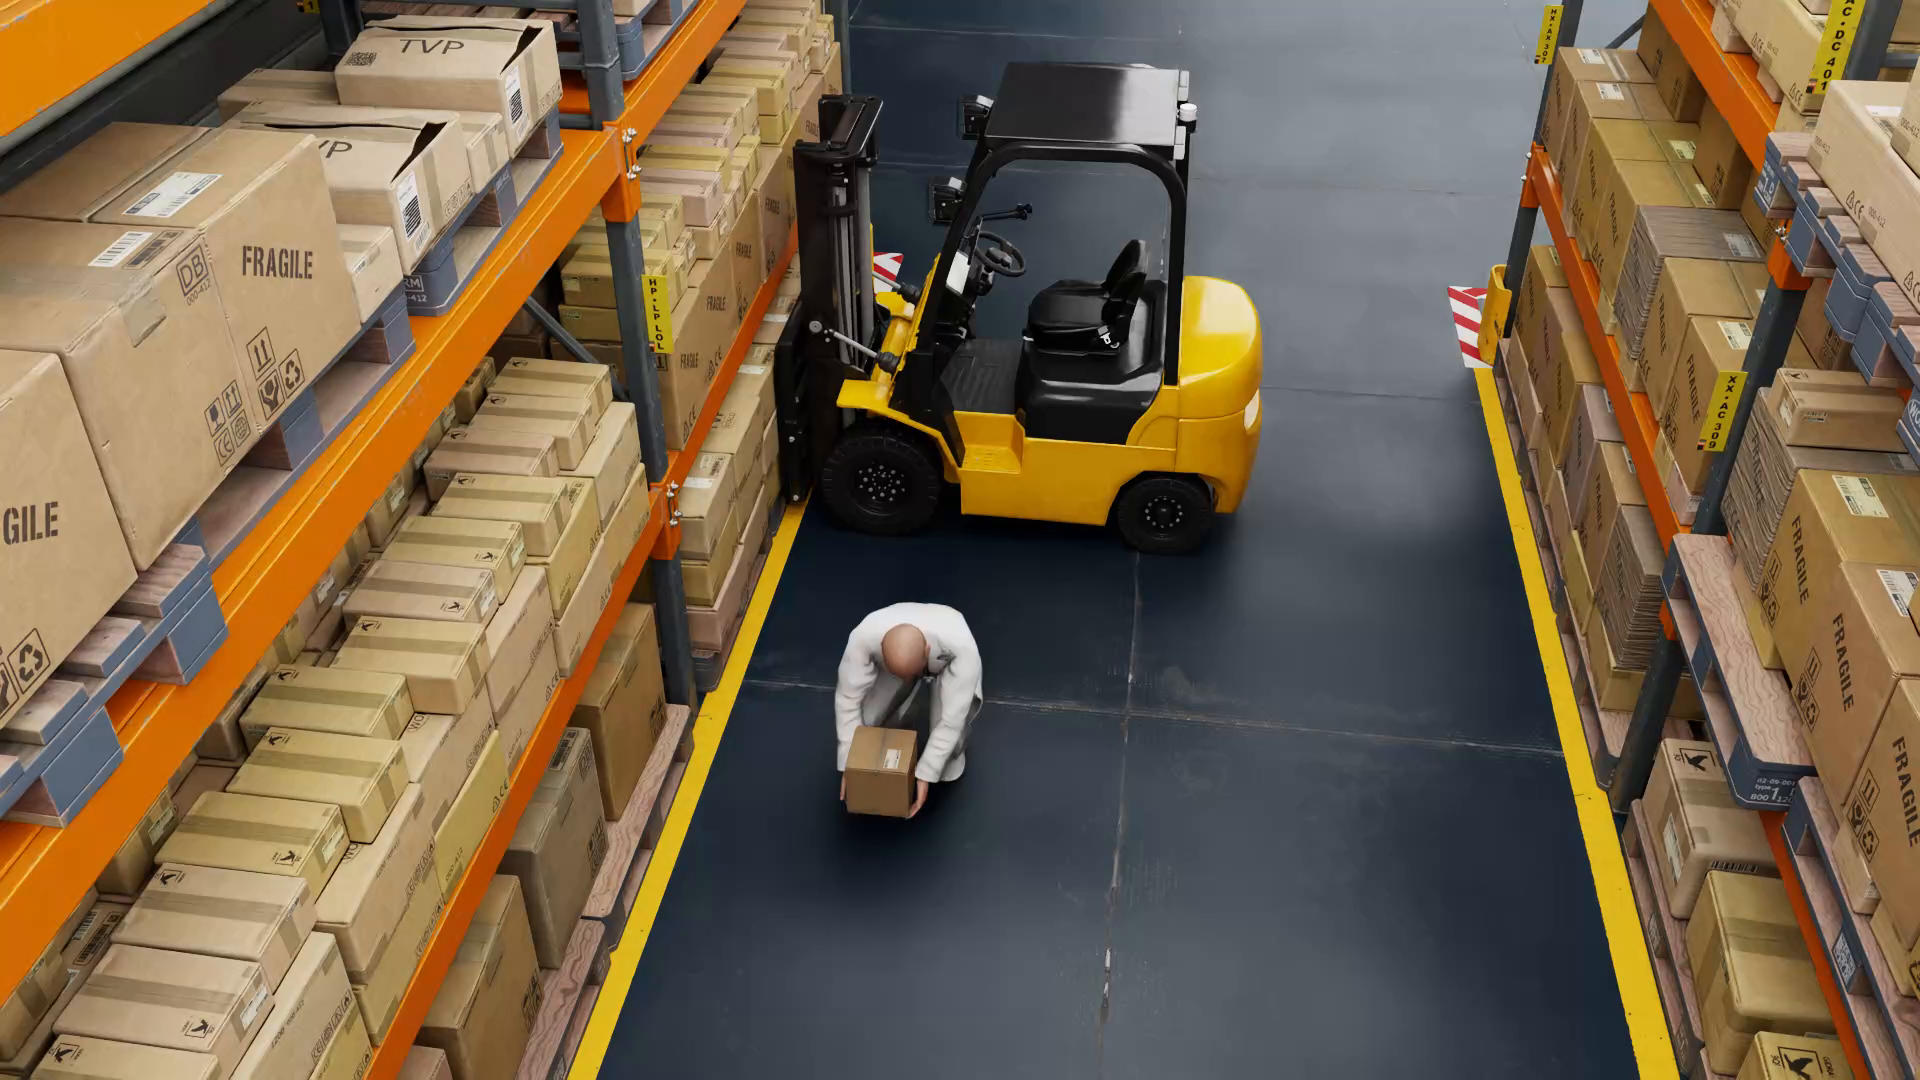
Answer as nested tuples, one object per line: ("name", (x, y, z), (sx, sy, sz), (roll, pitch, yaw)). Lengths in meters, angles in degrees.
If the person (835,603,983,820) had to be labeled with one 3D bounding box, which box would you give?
("person", (-0.197, 0.608, 6.882), (0.606, 0.995, 0.919), (10, 37, 14))
